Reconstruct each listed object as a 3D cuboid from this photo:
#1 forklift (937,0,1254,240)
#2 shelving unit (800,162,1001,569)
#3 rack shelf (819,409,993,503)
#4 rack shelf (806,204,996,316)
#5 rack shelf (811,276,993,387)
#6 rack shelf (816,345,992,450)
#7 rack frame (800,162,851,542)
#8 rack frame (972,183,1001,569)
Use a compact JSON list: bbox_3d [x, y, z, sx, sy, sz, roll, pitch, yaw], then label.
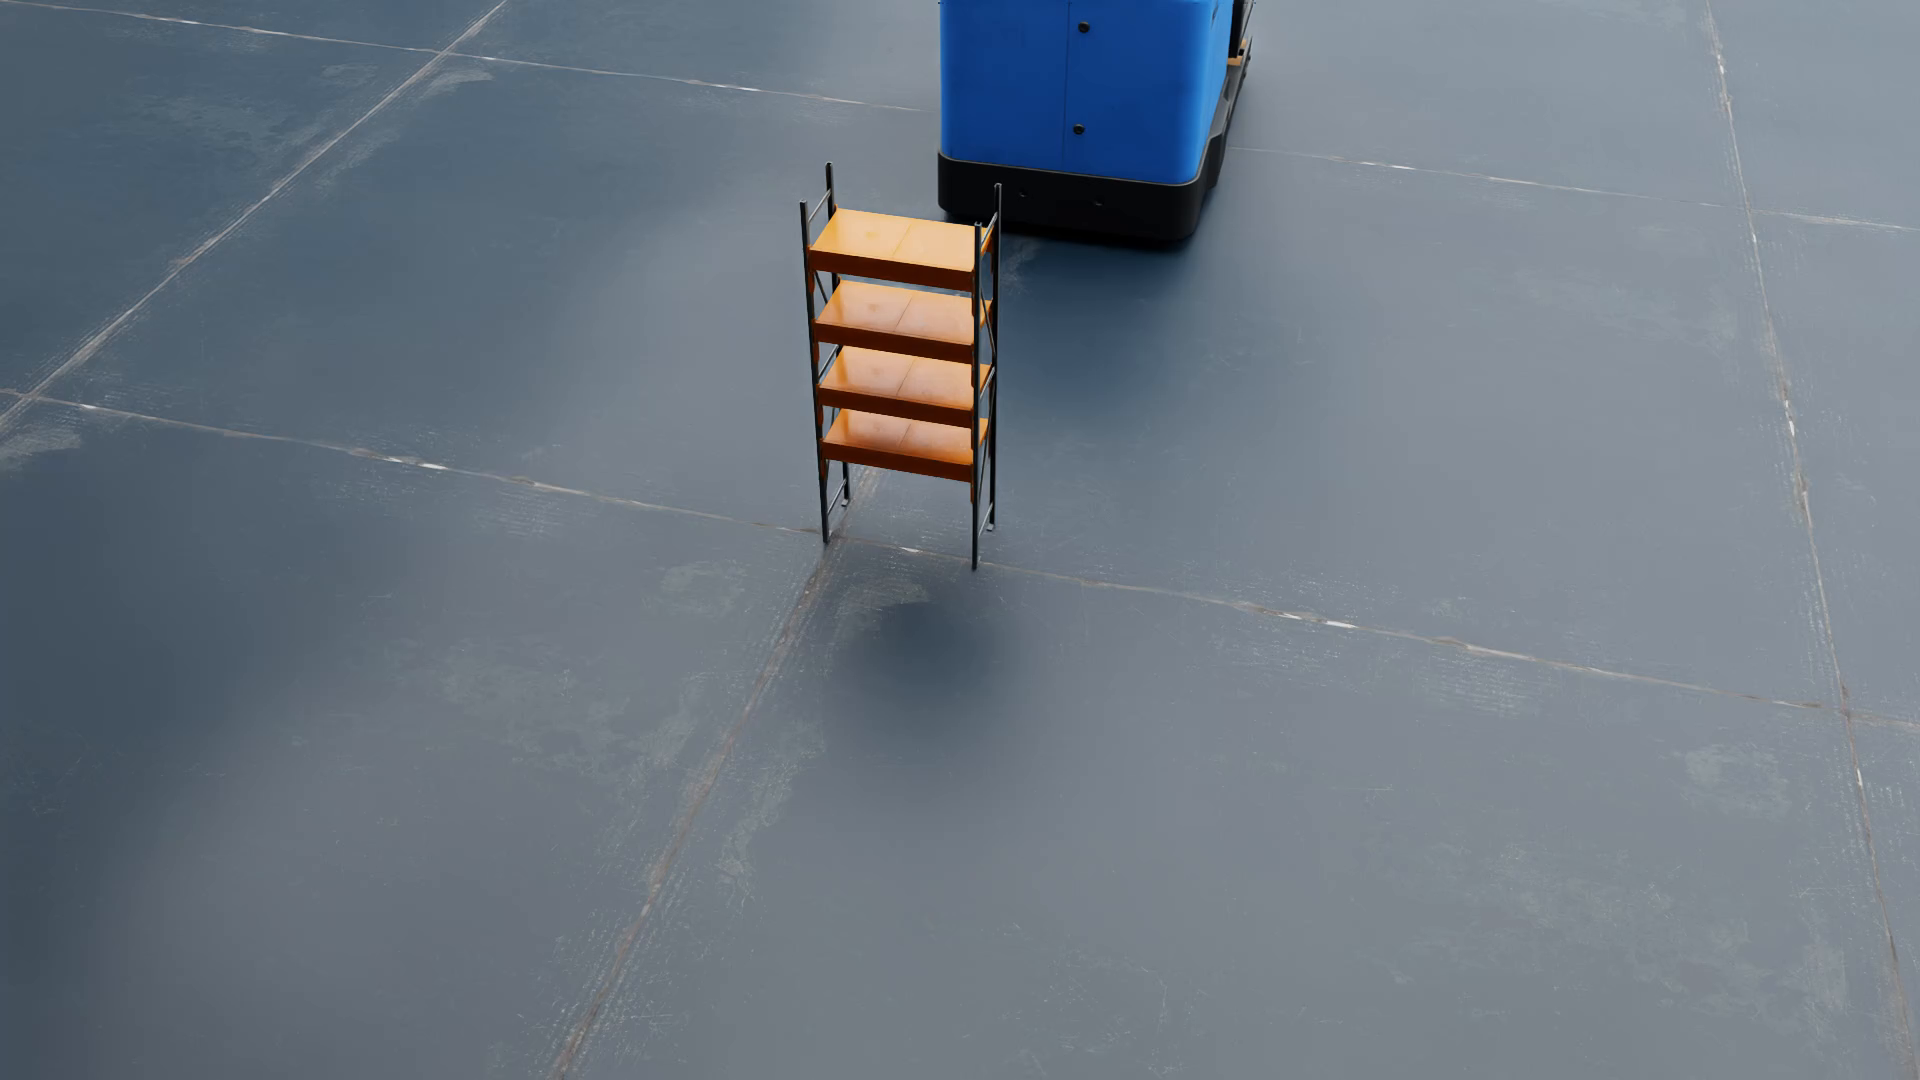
[{"bbox_3d":[0.763,-3.262,6.877,1.130,2.935,3.031,9,41,11],"label":"forklift"},{"bbox_3d":[-0.160,-0.487,4.918,0.503,1.200,0.258,10,41,11],"label":"shelving unit"},{"bbox_3d":[-0.160,-0.283,5.089,0.480,0.148,0.258,10,41,11],"label":"rack shelf"},{"bbox_3d":[-0.160,-0.788,4.666,0.480,0.148,0.258,10,41,11],"label":"rack shelf"},{"bbox_3d":[-0.160,-0.607,4.818,0.480,0.148,0.258,10,41,11],"label":"rack shelf"},{"bbox_3d":[-0.160,-0.435,4.962,0.480,0.148,0.258,10,41,11],"label":"rack shelf"},{"bbox_3d":[-0.396,-0.528,4.967,0.015,1.200,0.240,10,41,11],"label":"rack frame"},{"bbox_3d":[0.076,-0.446,4.870,0.015,1.200,0.240,10,41,11],"label":"rack frame"}]
